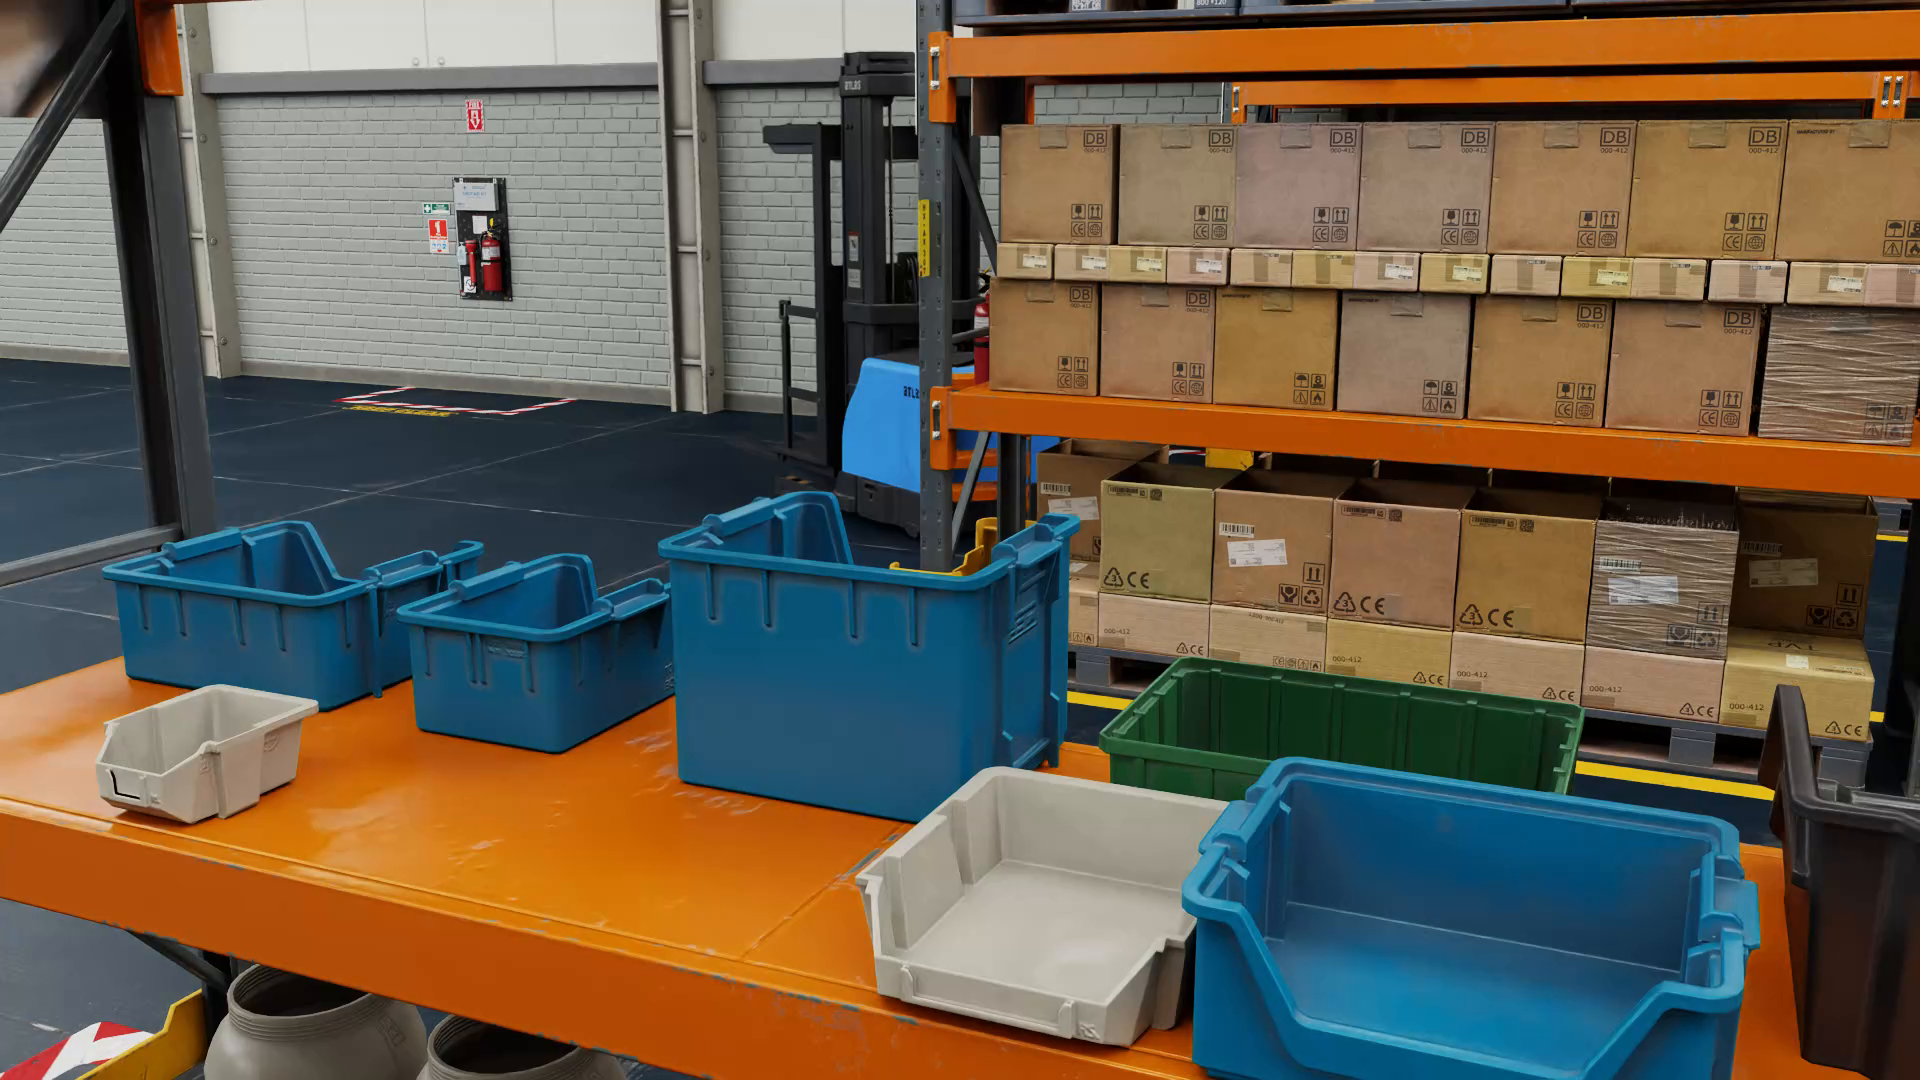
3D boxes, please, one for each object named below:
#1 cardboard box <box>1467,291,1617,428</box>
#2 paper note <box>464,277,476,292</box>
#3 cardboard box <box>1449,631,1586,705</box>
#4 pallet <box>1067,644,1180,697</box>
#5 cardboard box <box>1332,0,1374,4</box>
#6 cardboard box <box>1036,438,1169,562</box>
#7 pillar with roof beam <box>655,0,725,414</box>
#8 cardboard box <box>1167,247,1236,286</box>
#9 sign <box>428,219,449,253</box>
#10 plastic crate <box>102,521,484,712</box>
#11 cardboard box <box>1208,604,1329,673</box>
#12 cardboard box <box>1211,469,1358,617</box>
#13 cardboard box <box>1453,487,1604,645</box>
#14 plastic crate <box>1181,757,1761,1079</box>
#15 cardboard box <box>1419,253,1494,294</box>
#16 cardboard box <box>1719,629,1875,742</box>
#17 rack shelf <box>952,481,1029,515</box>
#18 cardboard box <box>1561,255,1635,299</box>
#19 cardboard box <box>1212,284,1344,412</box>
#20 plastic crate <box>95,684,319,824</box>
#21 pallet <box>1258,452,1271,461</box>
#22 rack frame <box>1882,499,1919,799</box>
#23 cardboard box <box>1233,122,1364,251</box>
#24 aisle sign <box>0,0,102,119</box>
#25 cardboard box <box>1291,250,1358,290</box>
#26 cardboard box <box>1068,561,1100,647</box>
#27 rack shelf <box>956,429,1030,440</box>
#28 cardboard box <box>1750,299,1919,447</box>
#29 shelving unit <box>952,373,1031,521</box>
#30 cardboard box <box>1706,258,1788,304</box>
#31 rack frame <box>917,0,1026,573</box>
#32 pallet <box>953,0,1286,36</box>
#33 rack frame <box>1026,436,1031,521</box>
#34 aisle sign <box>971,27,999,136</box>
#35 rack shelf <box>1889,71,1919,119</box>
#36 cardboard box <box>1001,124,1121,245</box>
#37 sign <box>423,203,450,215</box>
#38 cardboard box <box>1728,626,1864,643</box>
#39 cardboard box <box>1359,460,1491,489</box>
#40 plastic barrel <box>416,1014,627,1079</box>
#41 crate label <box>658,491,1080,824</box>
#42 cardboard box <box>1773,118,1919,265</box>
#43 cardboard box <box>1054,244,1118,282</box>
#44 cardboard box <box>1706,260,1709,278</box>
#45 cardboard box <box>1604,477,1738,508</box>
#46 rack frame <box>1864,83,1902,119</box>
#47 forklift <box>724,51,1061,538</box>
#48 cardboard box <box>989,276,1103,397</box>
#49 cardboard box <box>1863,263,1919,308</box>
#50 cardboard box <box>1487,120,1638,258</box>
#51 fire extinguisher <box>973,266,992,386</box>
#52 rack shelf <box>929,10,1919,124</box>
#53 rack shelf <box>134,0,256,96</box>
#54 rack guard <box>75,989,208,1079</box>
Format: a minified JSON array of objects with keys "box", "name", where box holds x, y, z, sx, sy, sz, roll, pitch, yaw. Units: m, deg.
[{"box":[2.382,-0.767,6.738,0.500,0.500,0.700,6,14,24],"name":"cardboard box"},{"box":[-4.795,-2.499,16.265,0.142,0.148,0.016,6,14,23],"name":"paper note"},{"box":[2.304,0.462,6.821,0.500,0.250,0.500,6,14,23],"name":"cardboard box"},{"box":[0.792,0.466,7.808,1.213,0.211,1.003,6,14,23],"name":"pallet"},{"box":[2.760,-3.367,11.211,0.500,0.500,0.500,7,15,27],"name":"cardboard box"},{"box":[0.686,-0.197,7.988,0.500,0.500,0.500,6,14,23],"name":"cardboard box"},{"box":[-4.161,-4.682,10.508,0.400,9.000,9.100,6,14,23],"name":"pillar with roof beam"},{"box":[1.047,-1.166,7.019,0.250,0.149,0.380,6,14,22],"name":"cardboard box"},{"box":[-5.125,-2.987,16.339,0.234,0.329,0.001,6,14,23],"name":"sign"},{"box":[-1.355,0.137,3.432,0.616,0.251,0.499,6,14,23],"name":"plastic crate"},{"box":[1.391,0.368,7.219,0.500,0.250,0.500,6,14,23],"name":"cardboard box"},{"box":[1.396,0.001,7.144,0.500,0.500,0.500,6,14,23],"name":"cardboard box"},{"box":[2.309,0.094,6.747,0.500,0.500,0.500,6,14,23],"name":"cardboard box"},{"box":[0.601,0.477,1.981,0.616,0.251,0.499,6,14,23],"name":"plastic crate"},{"box":[1.993,-1.070,6.612,0.250,0.149,0.380,6,15,25],"name":"cardboard box"},{"box":[3.220,0.553,6.431,0.500,0.250,0.500,6,14,23],"name":"cardboard box"},{"box":[0.145,-0.261,9.904,0.480,0.148,0.258,-4,14,-17],"name":"rack shelf"},{"box":[2.468,-1.023,6.411,0.250,0.149,0.380,6,14,23],"name":"cardboard box"},{"box":[1.431,-0.862,7.143,0.500,0.500,0.700,6,14,24],"name":"cardboard box"},{"box":[-1.246,0.359,2.737,0.250,0.136,0.298,6,14,23],"name":"plastic crate"},{"box":[2.876,-0.542,12.102,1.213,0.211,1.003,6,14,23],"name":"pallet"},{"box":[3.733,-0.584,6.177,0.127,3.000,1.000,6,14,23],"name":"rack frame"},{"box":[1.490,-1.489,6.978,0.500,0.500,0.700,6,14,23],"name":"cardboard box"},{"box":[-1.880,-1.254,3.342,0.004,0.787,0.394,6,14,23],"name":"aisle sign"},{"box":[1.525,-1.118,6.816,0.250,0.149,0.380,6,14,23],"name":"cardboard box"},{"box":[0.476,0.276,7.611,0.500,0.250,0.500,6,14,23],"name":"cardboard box"},{"box":[0.145,-0.672,9.808,0.480,0.148,0.258,-4,14,-17],"name":"rack shelf"},{"box":[3.324,-0.672,6.335,0.500,0.500,0.700,5,14,22],"name":"cardboard box"},{"box":[0.145,-0.520,9.844,0.503,1.200,0.258,-4,14,-17],"name":"shelving unit"},{"box":[2.932,-0.976,6.208,0.250,0.149,0.380,5,14,22],"name":"cardboard box"},{"box":[0.076,-0.954,7.754,0.127,3.000,1.000,6,14,23],"name":"rack frame"},{"box":[0.711,-2.300,7.120,1.213,0.211,1.003,6,14,23],"name":"pallet"},{"box":[0.379,-0.536,9.914,0.015,1.200,0.240,-4,14,-17],"name":"rack frame"},{"box":[0.134,-2.287,7.744,0.004,0.787,0.394,6,14,23],"name":"aisle sign"},{"box":[7.564,-2.544,9.539,4.000,0.370,1.077,6,14,23],"name":"rack shelf"},{"box":[0.546,-1.583,7.378,0.500,0.500,0.700,6,14,23],"name":"cardboard box"},{"box":[-5.124,-3.242,16.269,0.331,0.109,0.001,6,14,23],"name":"sign"},{"box":[3.432,0.444,6.896,0.500,0.250,0.500,6,14,23],"name":"cardboard box"},{"box":[2.063,-0.061,7.408,0.500,0.500,0.500,6,14,23],"name":"cardboard box"},{"box":[-0.843,1.178,3.194,0.421,0.512,0.421,0,13,0],"name":"plastic barrel"},{"box":[-0.142,0.177,2.857,0.616,0.435,0.502,6,14,23],"name":"crate label"},{"box":[3.324,-1.304,6.187,0.500,0.500,0.700,6,14,24],"name":"cardboard box"},{"box":[0.590,-1.213,7.220,0.250,0.149,0.380,5,14,22],"name":"cardboard box"},{"box":[4.720,-1.945,10.620,0.500,0.500,0.500,6,14,23],"name":"cardboard box"},{"box":[2.975,0.032,7.009,0.500,0.500,0.500,6,14,23],"name":"cardboard box"},{"box":[5.736,-1.619,10.588,0.127,3.000,1.000,6,14,23],"name":"rack frame"},{"box":[-0.616,-1.723,11.180,1.130,2.935,3.031,-9,16,-35],"name":"forklift"},{"box":[0.497,-0.957,7.547,0.500,0.500,0.700,6,14,23],"name":"cardboard box"},{"box":[3.397,-0.929,6.008,0.250,0.149,0.380,6,14,23],"name":"cardboard box"},{"box":[2.404,-1.397,6.583,0.500,0.500,0.700,6,14,23],"name":"cardboard box"},{"box":[0.156,-1.024,8.223,0.183,0.674,0.296,6,14,23],"name":"fire extinguisher"},{"box":[1.904,-1.879,6.705,4.000,0.370,1.077,6,14,23],"name":"rack shelf"},{"box":[-0.106,-0.845,2.297,4.000,0.370,1.077,6,14,23],"name":"rack shelf"},{"box":[-1.846,1.294,3.644,0.348,0.500,1.175,6,14,23],"name":"rack guard"}]
